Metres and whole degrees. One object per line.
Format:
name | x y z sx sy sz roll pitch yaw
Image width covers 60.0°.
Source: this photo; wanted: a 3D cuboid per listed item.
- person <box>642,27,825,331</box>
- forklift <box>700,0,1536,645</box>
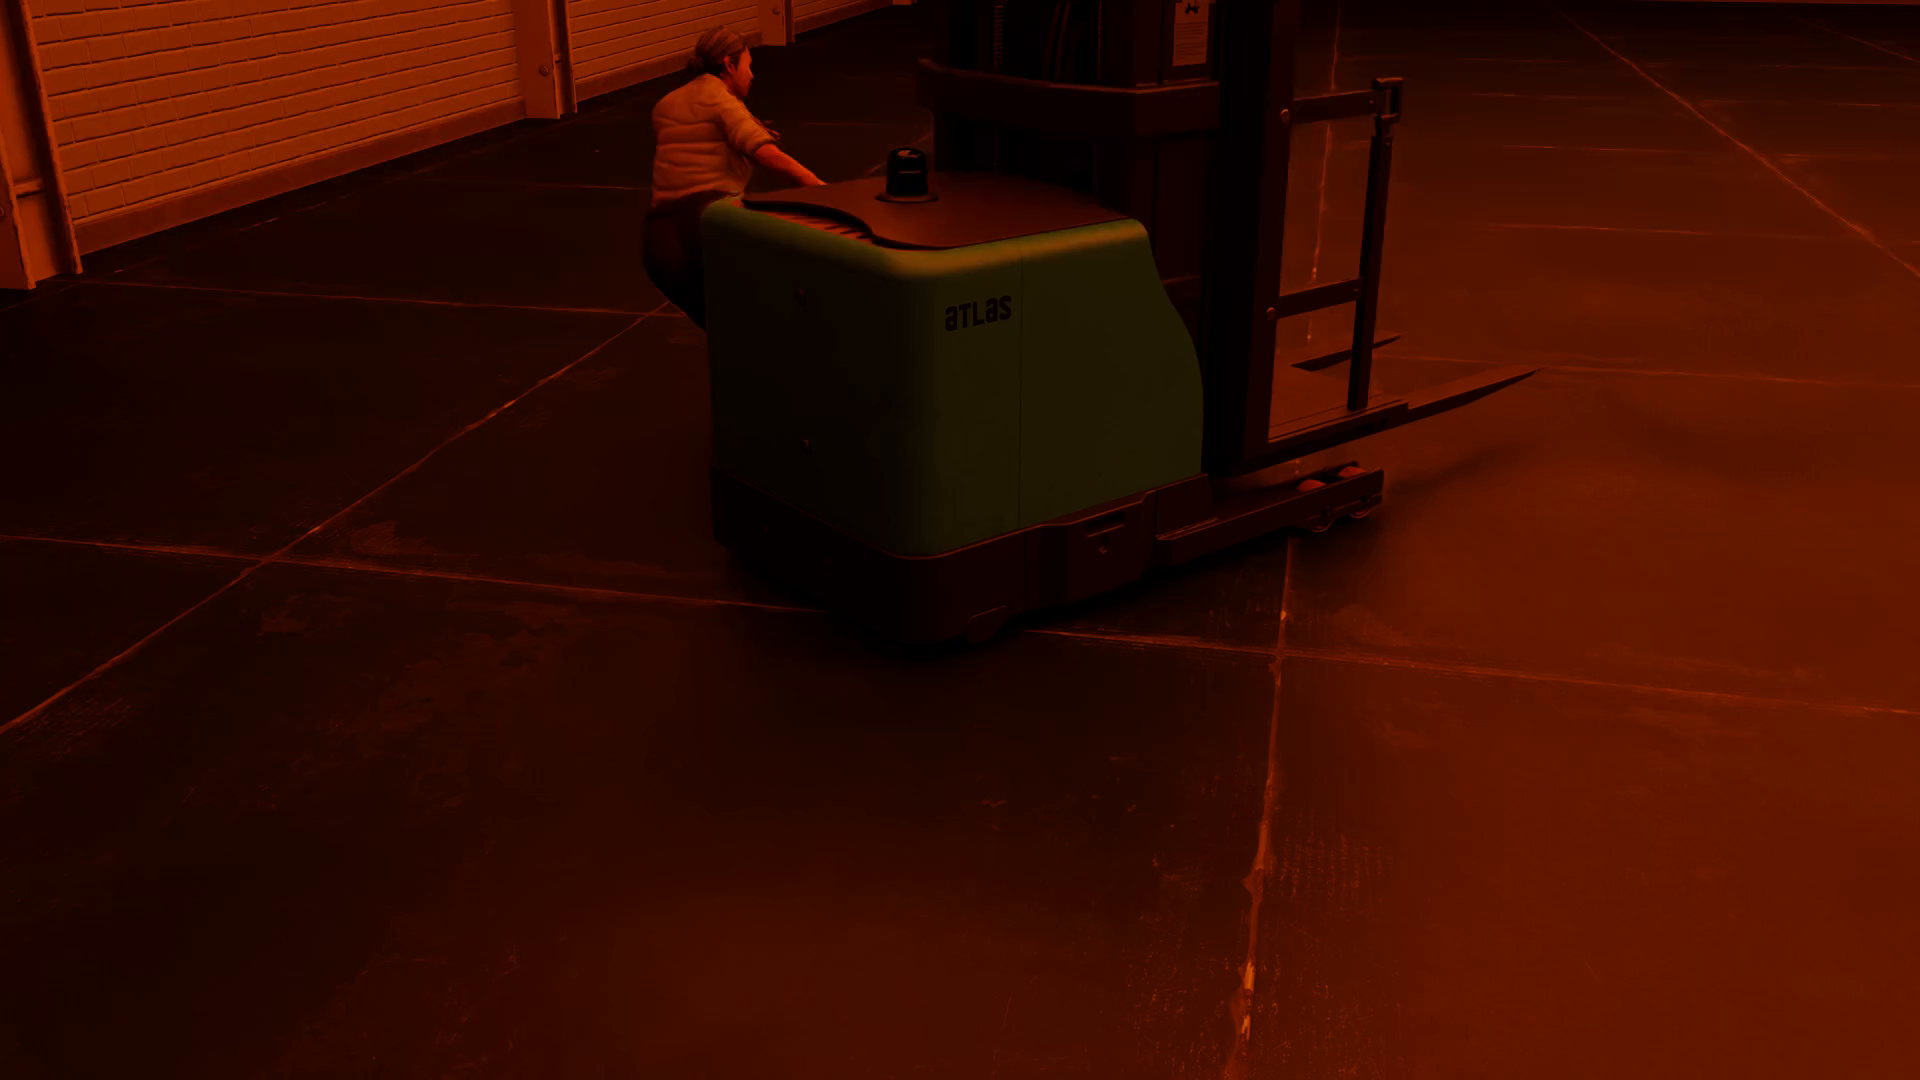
person | -0.742 -1.083 5.981 0.913 1.414 0.853 9 24 21
forklift | 0.726 -1.518 4.989 3.031 2.935 1.130 -17 28 -35
